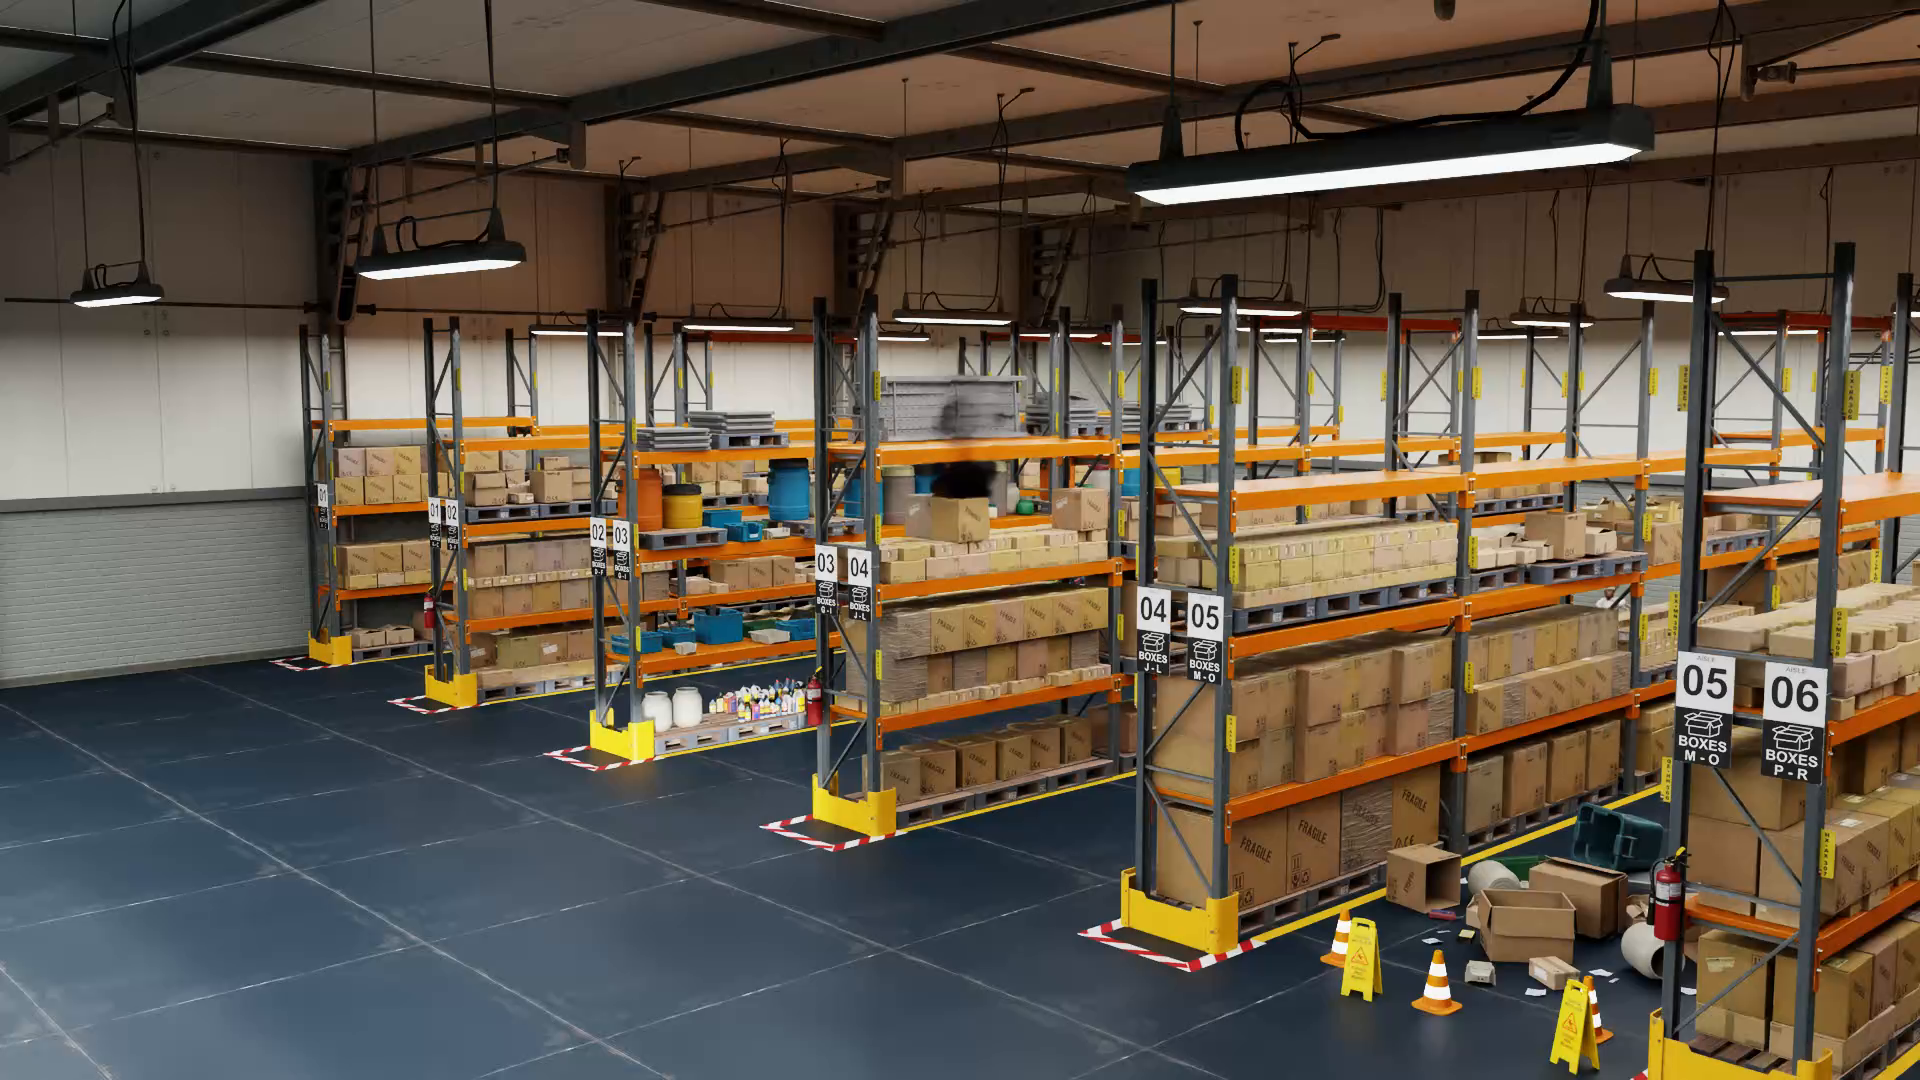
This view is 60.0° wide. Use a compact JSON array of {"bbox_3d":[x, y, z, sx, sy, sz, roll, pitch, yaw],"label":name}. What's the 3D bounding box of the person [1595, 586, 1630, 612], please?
[{"bbox_3d":[10.854,1.546,27.743,0.661,1.726,0.501,-6,8,-44],"label":"person"}]
